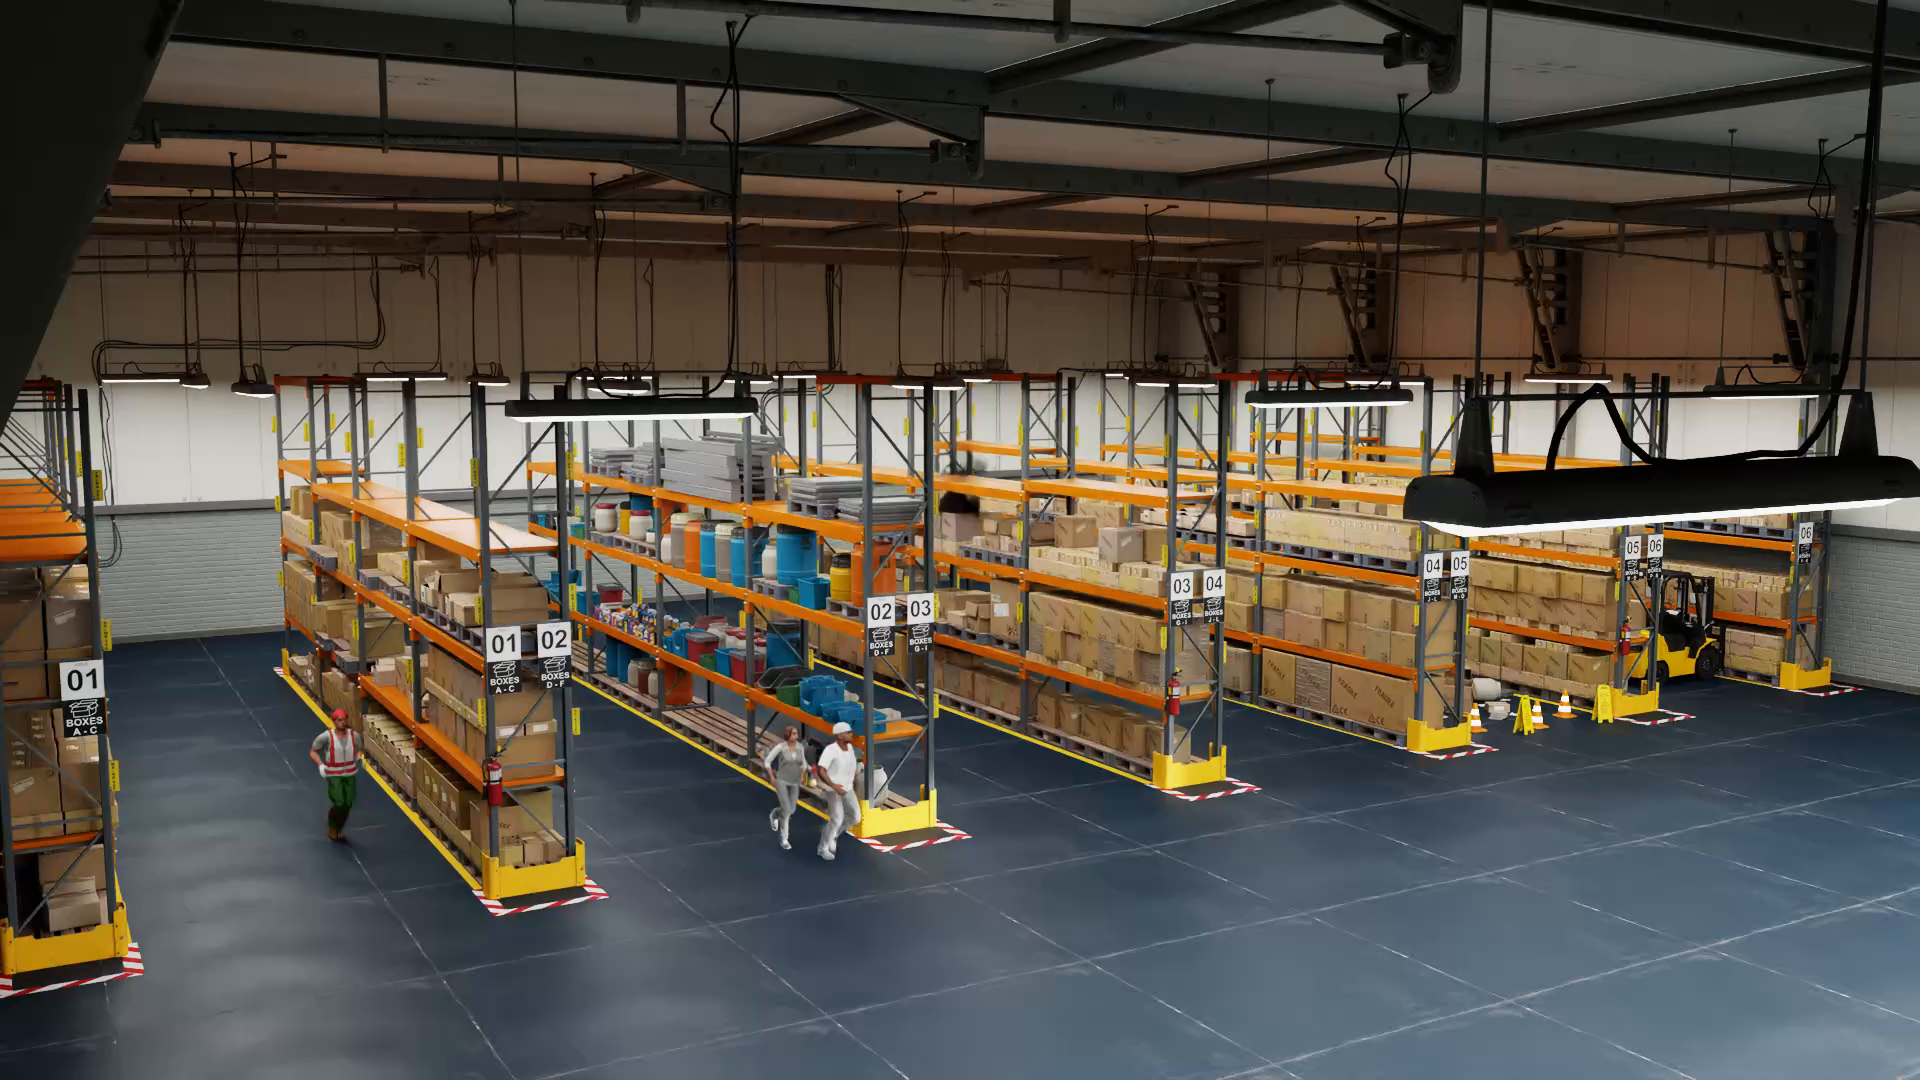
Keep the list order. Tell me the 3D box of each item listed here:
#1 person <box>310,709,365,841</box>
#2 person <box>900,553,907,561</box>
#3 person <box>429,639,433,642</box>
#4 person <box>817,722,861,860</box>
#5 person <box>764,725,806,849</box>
[{"bbox_3d":[-8.065,3.074,21.701,0.633,1.740,0.619,-6,9,-43],"label":"person"},{"bbox_3d":[-1.598,1.036,41.490,0.769,1.538,0.690,-4,7,-32],"label":"person"},{"bbox_3d":[-10.320,1.882,32.865,0.658,1.732,0.637,-5,8,-38],"label":"person"},{"bbox_3d":[-1.491,3.170,21.171,0.515,1.701,0.763,4,8,34],"label":"person"},{"bbox_3d":[-2.262,3.194,21.757,0.580,1.560,0.714,-4,7,-31],"label":"person"}]
